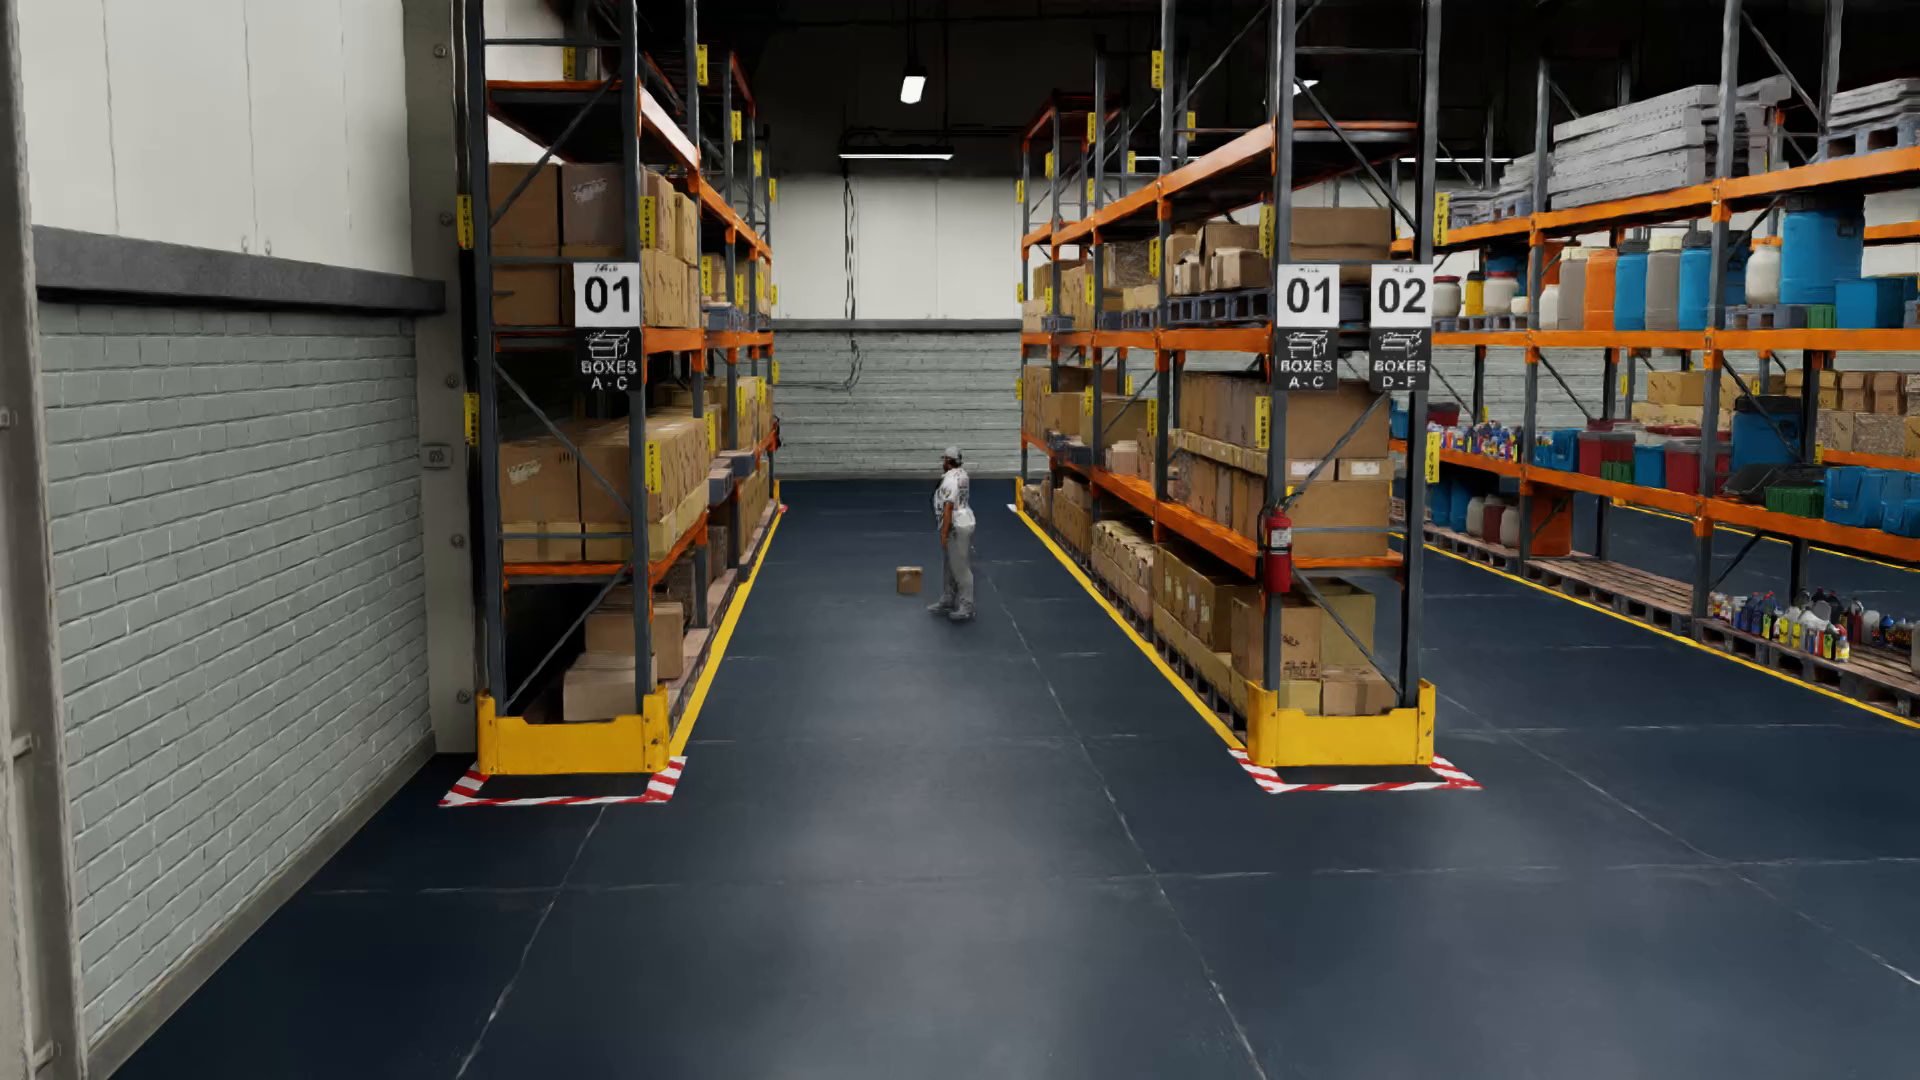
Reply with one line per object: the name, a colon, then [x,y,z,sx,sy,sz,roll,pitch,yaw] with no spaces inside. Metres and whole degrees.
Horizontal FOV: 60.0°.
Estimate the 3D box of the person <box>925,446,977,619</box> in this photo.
person: [-0.091,-0.093,16.337,0.562,1.658,0.604,1,7,11]
